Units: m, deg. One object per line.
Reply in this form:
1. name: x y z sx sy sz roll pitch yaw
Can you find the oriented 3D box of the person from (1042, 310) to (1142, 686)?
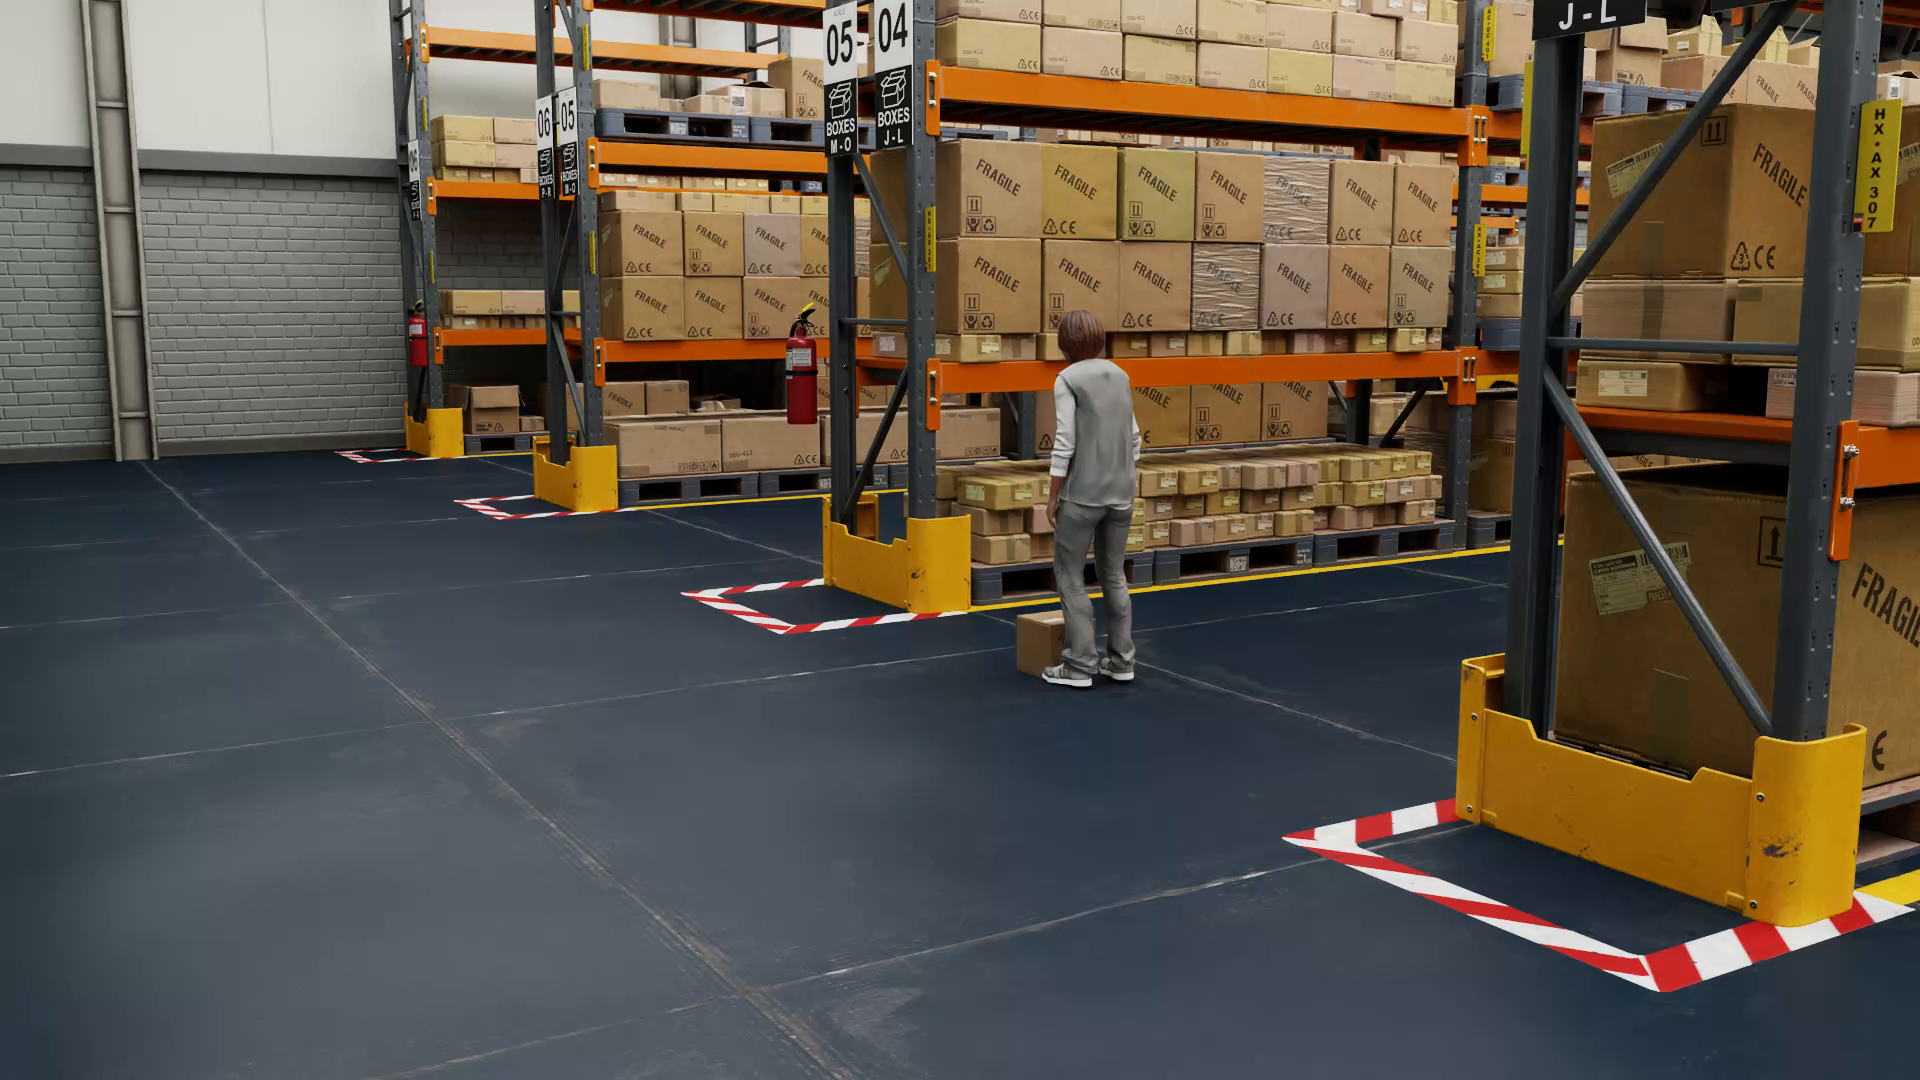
1. person: 0.560 -0.170 7.039 0.471 1.590 0.348 -6 10 -34
